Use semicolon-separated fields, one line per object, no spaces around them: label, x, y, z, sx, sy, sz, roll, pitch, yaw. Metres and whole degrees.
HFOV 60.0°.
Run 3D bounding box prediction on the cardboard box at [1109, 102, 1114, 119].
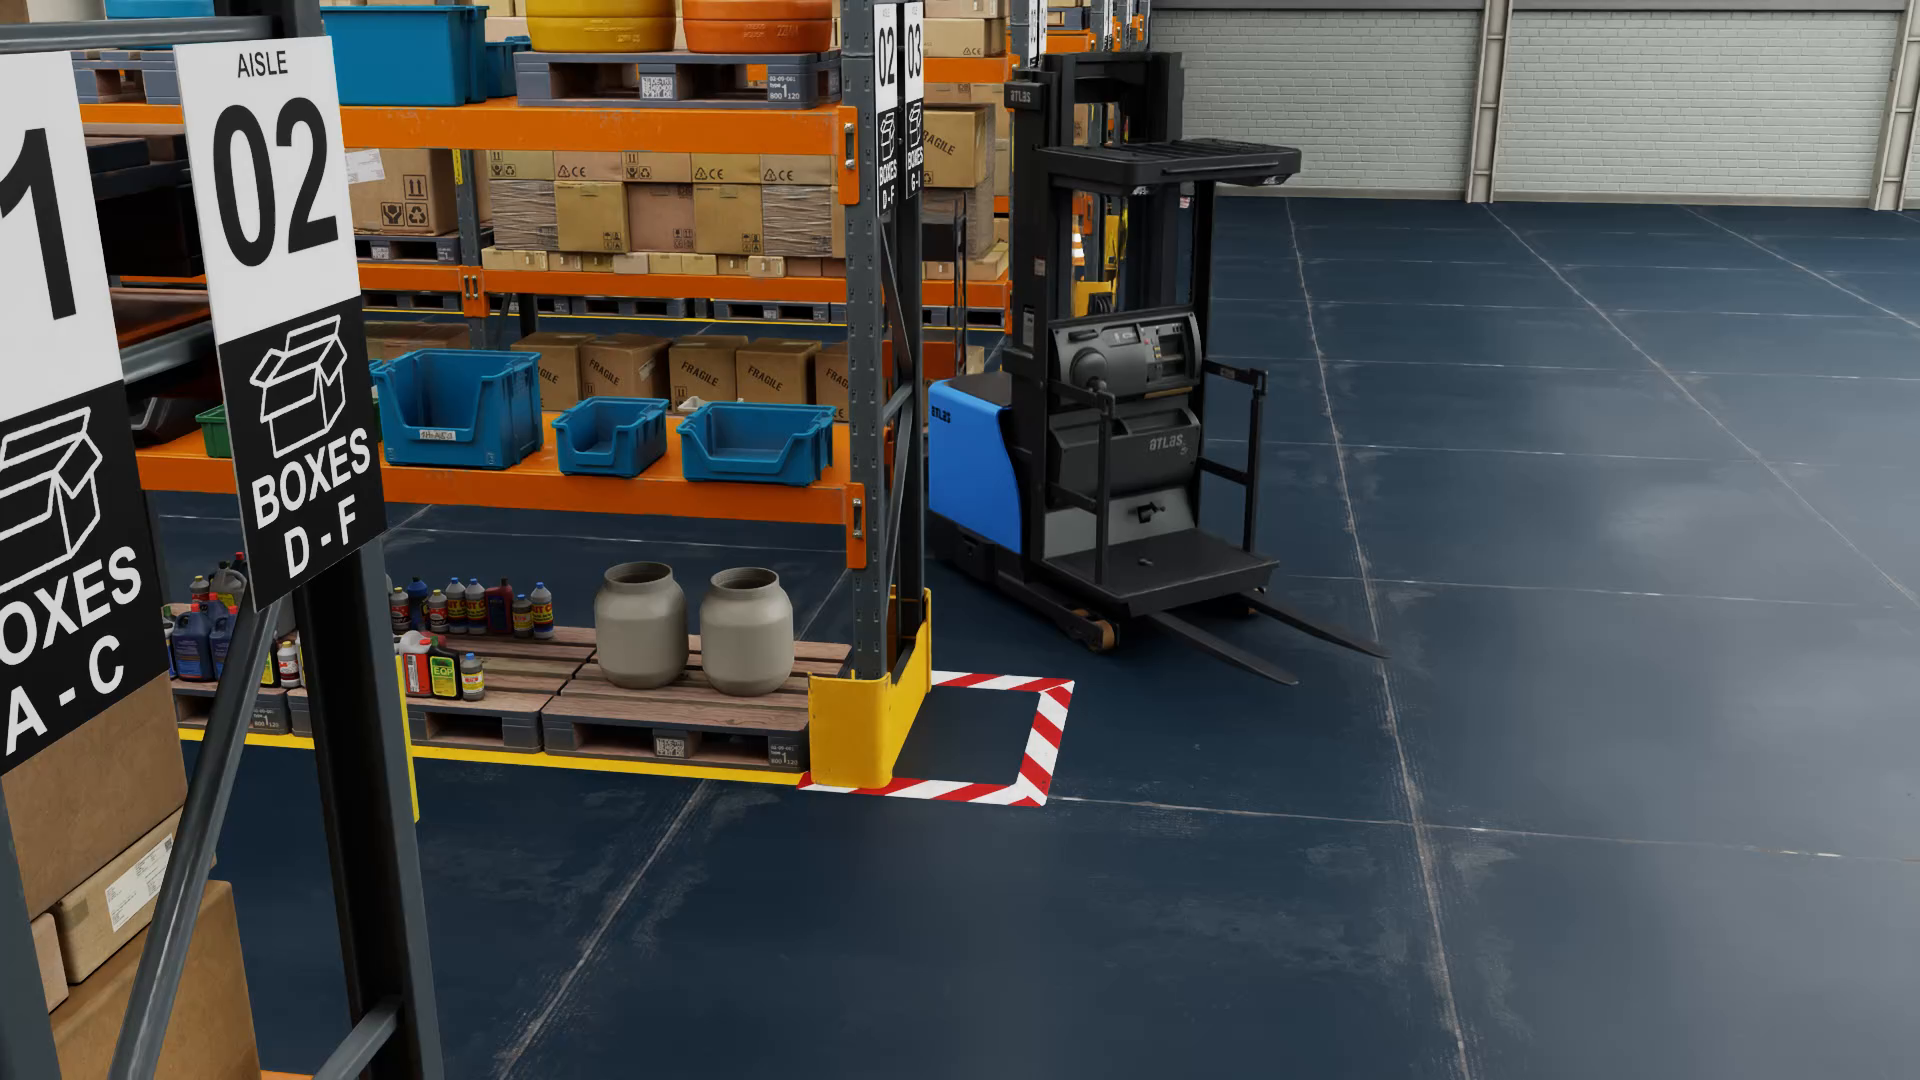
cardboard box;2.302;-6.757;25.612;0.500;0.500;0.500;3;19;7

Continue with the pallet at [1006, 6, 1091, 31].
pallet;0.627;-5.070;16.142;1.213;0.211;1.003;3;19;9

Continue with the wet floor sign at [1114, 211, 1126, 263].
wet floor sign;2.064;-3.750;20.495;0.232;0.644;0.267;10;21;27

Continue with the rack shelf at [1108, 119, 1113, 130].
rack shelf;0.855;-6.526;26.215;4.000;0.370;1.077;3;19;9

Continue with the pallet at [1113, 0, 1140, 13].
pallet;2.136;-8.191;25.469;1.213;0.211;1.003;3;19;9

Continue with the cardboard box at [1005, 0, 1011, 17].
cardboard box;0.239;-3.734;11.616;0.250;0.149;0.380;3;19;8

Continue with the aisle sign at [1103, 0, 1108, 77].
aisle sign;1.383;-4.791;15.798;0.004;0.787;0.394;3;19;9

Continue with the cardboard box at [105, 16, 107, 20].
cardboard box;-5.985;-3.709;12.169;0.500;0.250;0.500;3;19;10

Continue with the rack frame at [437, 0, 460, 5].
rack frame;-3.475;-5.153;11.523;0.127;3.000;1.000;3;19;9

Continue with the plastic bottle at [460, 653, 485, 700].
plastic bottle;-2.194;0.608;7.476;0.097;0.201;0.097;0;18;0

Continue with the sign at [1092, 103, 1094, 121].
sign;1.261;-4.148;15.775;0.005;0.325;0.100;3;19;9

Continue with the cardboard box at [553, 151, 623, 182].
cardboard box;-2.577;-2.844;11.874;0.500;0.500;0.500;3;19;9

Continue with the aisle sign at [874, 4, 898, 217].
aisle sign;-0.287;-1.691;6.534;0.004;0.787;0.394;3;19;9

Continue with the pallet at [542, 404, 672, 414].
pallet;-2.806;-0.963;12.849;1.213;0.211;1.003;3;19;9

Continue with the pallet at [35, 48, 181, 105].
pallet;-3.533;-2.084;7.374;1.003;0.211;1.213;3;19;9

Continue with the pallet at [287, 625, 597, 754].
pallet;-2.396;0.673;7.958;1.213;0.211;1.003;3;19;9

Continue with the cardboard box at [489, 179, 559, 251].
cardboard box;-3.040;-2.455;12.286;0.500;0.500;0.875;3;19;9

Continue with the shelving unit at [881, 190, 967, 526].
shelving unit;-0.235;-1.038;10.095;0.503;2.100;0.431;3;19;8

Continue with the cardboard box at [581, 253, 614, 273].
cardboard box;-2.566;-2.054;12.110;0.250;0.149;0.380;3;19;9

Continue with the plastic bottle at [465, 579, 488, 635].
plastic bottle;-2.390;0.324;8.215;0.097;0.271;0.097;0;18;0

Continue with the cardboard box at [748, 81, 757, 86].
cardboard box;-2.230;-4.411;16.821;0.550;0.550;0.875;3;19;9

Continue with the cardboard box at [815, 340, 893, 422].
cardboard box;-0.735;-1.177;12.371;0.500;0.500;0.500;8;20;23

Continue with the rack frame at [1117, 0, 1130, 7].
rack frame;2.046;-8.057;20.200;0.127;3.000;1.000;3;19;9

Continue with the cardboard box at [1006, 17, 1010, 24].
cardboard box;0.649;-6.503;20.680;0.250;0.149;0.380;3;19;8

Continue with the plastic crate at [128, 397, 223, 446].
plastic crate;-3.764;-0.661;7.649;0.504;0.338;0.767;3;19;9

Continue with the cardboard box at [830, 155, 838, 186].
cardboard box;-0.602;-2.743;11.573;0.500;0.500;0.500;3;19;9

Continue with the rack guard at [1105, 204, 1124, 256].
rack guard;1.971;-4.030;21.560;0.348;0.500;1.175;3;19;9

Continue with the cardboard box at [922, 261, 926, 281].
cardboard box;-0.341;-1.947;11.790;0.250;0.149;0.380;3;19;9

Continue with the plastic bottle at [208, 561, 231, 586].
plastic bottle;-3.733;0.244;8.435;0.133;0.283;0.061;4;19;11

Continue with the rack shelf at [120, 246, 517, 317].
rack shelf;-5.450;-2.068;12.890;4.000;0.370;1.077;3;19;9

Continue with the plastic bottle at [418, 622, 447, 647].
plastic bottle;-2.422;0.514;7.626;0.133;0.283;0.061;3;19;9

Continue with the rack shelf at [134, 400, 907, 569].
rack shelf;-2.286;-0.315;7.650;4.000;0.370;1.077;3;19;9

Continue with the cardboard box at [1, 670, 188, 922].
cardboard box;-1.612;0.303;2.467;0.500;0.500;0.700;3;19;9

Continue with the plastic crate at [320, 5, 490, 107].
plastic crate;-2.242;-1.972;6.767;0.575;0.384;0.392;3;19;9

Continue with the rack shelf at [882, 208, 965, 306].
rack shelf;-0.235;-1.689;9.877;0.480;0.518;0.431;3;19;8

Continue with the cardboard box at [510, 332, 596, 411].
cardboard box;-3.086;-1.289;12.707;0.500;0.500;0.500;2;19;7

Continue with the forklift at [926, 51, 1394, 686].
forklift;1.000;-0.979;8.611;1.130;2.935;3.031;-11;21;-30

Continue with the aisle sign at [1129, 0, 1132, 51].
aisle sign;2.157;-6.539;21.020;0.004;0.787;0.394;3;19;9

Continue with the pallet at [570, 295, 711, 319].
pallet;-3.362;-2.550;17.592;1.213;0.211;1.003;3;19;9

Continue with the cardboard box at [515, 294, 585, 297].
cardboard box;-4.167;-3.042;17.552;0.750;0.750;1.050;3;19;9

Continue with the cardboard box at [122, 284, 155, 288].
cardboard box;-6.758;-1.864;13.212;0.500;0.250;0.500;4;19;11

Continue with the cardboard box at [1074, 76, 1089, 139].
cardboard box;1.001;-4.270;16.399;0.550;0.550;0.875;3;19;9

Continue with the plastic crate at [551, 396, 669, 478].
plastic crate;-1.493;-0.451;7.157;0.408;0.251;0.499;3;19;9

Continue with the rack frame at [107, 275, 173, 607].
rack frame;-4.260;-0.757;7.837;0.127;3.000;1.000;3;19;9

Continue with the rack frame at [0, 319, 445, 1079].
rack frame;-1.100;0.996;2.598;0.127;3.000;1.000;3;19;9

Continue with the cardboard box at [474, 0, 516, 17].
cardboard box;-3.203;-3.736;11.622;0.250;0.149;0.380;2;19;7

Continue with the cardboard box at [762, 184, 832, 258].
cardboard box;-1.064;-2.358;11.997;0.500;0.500;0.875;3;19;9

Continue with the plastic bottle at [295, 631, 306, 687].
plastic bottle;-2.923;0.492;7.585;0.185;0.351;0.144;3;19;8

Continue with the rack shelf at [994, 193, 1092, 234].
rack shelf;-0.614;-3.415;16.917;4.000;0.370;1.077;3;19;9

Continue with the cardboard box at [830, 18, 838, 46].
cardboard box;-1.040;-3.456;11.413;0.500;0.250;0.500;3;19;10

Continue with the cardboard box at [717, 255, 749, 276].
cardboard box;-1.573;-2.015;11.992;0.250;0.149;0.380;3;19;9

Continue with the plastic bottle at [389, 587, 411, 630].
plastic bottle;-2.790;0.337;8.287;0.097;0.201;0.097;0;18;0

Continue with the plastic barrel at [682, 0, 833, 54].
plastic barrel;-0.811;-2.365;6.579;0.708;0.830;0.600;3;19;9

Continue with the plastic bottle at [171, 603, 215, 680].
plastic bottle;-3.529;0.462;7.678;0.185;0.351;0.144;3;19;10
